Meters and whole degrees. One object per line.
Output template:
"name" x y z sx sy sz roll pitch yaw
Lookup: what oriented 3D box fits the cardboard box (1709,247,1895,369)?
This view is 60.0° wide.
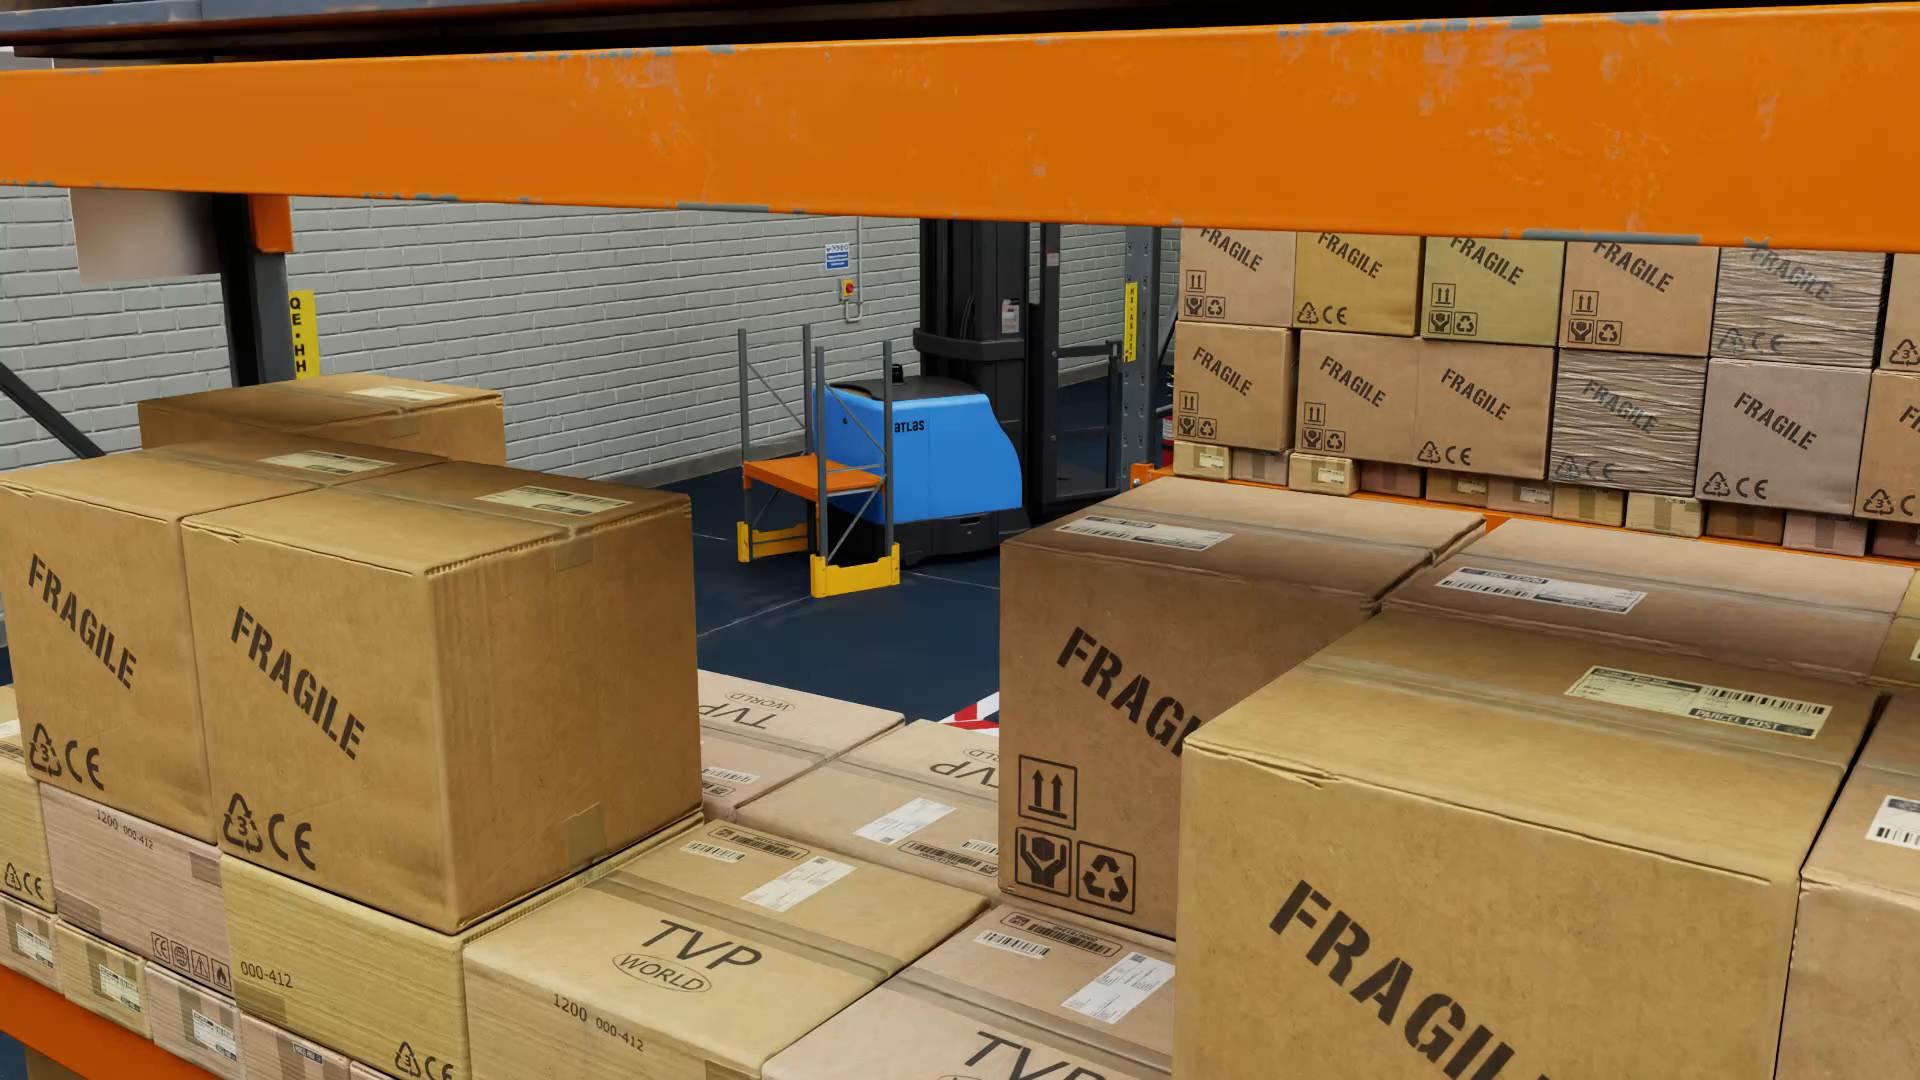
"cardboard box" 2.949 -0.891 5.772 0.500 0.500 0.500 10 17 34

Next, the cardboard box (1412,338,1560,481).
"cardboard box" 2.096 -0.543 6.447 0.500 0.500 0.500 9 17 34

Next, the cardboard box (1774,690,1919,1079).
"cardboard box" 0.956 0.468 1.324 0.500 0.500 0.500 10 17 34

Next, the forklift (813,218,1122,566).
"forklift" 0.542 -1.498 11.275 3.031 2.935 1.130 -8 16 -29

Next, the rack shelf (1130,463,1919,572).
"rack shelf" 2.679 0.017 6.508 4.000 0.370 1.077 9 17 33

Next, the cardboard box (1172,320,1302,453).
"cardboard box" 1.238 -0.678 6.992 0.500 0.500 0.500 10 17 35

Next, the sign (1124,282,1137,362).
"sign" 0.717 -0.912 6.964 0.005 0.325 0.100 9 17 33

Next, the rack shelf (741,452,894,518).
"rack shelf" -0.900 -0.352 10.371 0.538 0.185 1.000 -9 16 -32

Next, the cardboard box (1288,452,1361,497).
"cardboard box" 1.533 -0.297 6.802 0.250 0.149 0.380 9 16 31

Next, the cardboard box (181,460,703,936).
"cardboard box" -0.737 0.193 2.433 0.500 0.500 0.500 9 16 31

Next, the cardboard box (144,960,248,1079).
"cardboard box" -1.079 0.714 2.720 0.250 0.149 0.380 9 16 32

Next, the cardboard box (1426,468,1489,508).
"cardboard box" 2.036 -0.248 6.606 0.250 0.149 0.380 9 17 32

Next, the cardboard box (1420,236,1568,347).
"cardboard box" 2.085 -1.025 6.312 0.500 0.500 0.500 9 16 32

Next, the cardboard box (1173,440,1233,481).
"cardboard box" 1.105 -0.369 7.096 0.250 0.149 0.380 9 17 32

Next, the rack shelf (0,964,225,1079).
"rack shelf" -0.173 0.993 2.568 4.000 0.370 1.077 9 17 33

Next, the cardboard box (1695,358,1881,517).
"cardboard box" 2.937 -0.402 5.878 0.500 0.500 0.500 9 17 33

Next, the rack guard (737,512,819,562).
"rack guard" -1.177 -0.022 10.890 0.587 0.250 0.087 -9 16 -32

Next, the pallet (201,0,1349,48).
"pallet" -0.195 -0.777 2.161 1.213 0.211 1.003 9 17 33

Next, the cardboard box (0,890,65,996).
"cardboard box" -1.508 0.645 2.999 0.250 0.149 0.380 9 16 32

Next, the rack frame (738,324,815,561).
"rack frame" -1.178 -0.629 10.741 0.500 1.500 0.032 -9 16 -32

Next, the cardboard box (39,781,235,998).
"cardboard box" -1.150 0.490 2.793 0.500 0.250 0.500 9 16 32

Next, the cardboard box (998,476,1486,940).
"cardboard box" 0.393 0.224 2.307 0.500 0.500 0.500 9 16 31

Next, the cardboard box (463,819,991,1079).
"cardboard box" -0.299 0.627 2.240 0.500 0.250 0.500 9 16 32

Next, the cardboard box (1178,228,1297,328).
"cardboard box" 1.244 -1.165 6.880 0.500 0.500 0.500 9 17 32

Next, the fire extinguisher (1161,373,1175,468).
"fire extinguisher" 1.068 -0.507 8.067 0.183 0.674 0.296 9 17 33

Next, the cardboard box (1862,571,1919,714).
"cardboard box" 1.232 0.361 1.755 0.500 0.500 0.500 9 17 33

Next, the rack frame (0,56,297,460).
"rack frame" -1.831 0.375 3.568 0.053 2.616 0.949 9 17 33

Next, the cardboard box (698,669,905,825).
"cardboard box" -0.439 0.452 2.948 0.500 0.250 0.500 9 16 31

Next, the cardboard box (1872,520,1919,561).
"cardboard box" 3.332 -0.042 5.774 0.250 0.149 0.380 9 16 31

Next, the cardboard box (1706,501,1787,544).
"cardboard box" 2.884 -0.109 6.043 0.250 0.149 0.380 9 16 32

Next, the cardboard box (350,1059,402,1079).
"cardboard box" -0.654 0.783 2.442 0.250 0.149 0.380 9 16 32

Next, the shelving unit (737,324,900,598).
"shelving unit" -0.905 -0.528 10.335 0.587 1.500 1.083 -9 16 -32

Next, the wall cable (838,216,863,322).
"wall cable" -0.994 -2.861 14.457 0.123 1.953 0.585 9 17 33

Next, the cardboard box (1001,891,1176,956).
"cardboard box" 0.400 0.589 2.395 0.500 0.250 0.500 10 17 34

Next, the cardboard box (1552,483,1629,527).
"cardboard box" 2.428 -0.170 6.292 0.250 0.149 0.380 10 17 35
